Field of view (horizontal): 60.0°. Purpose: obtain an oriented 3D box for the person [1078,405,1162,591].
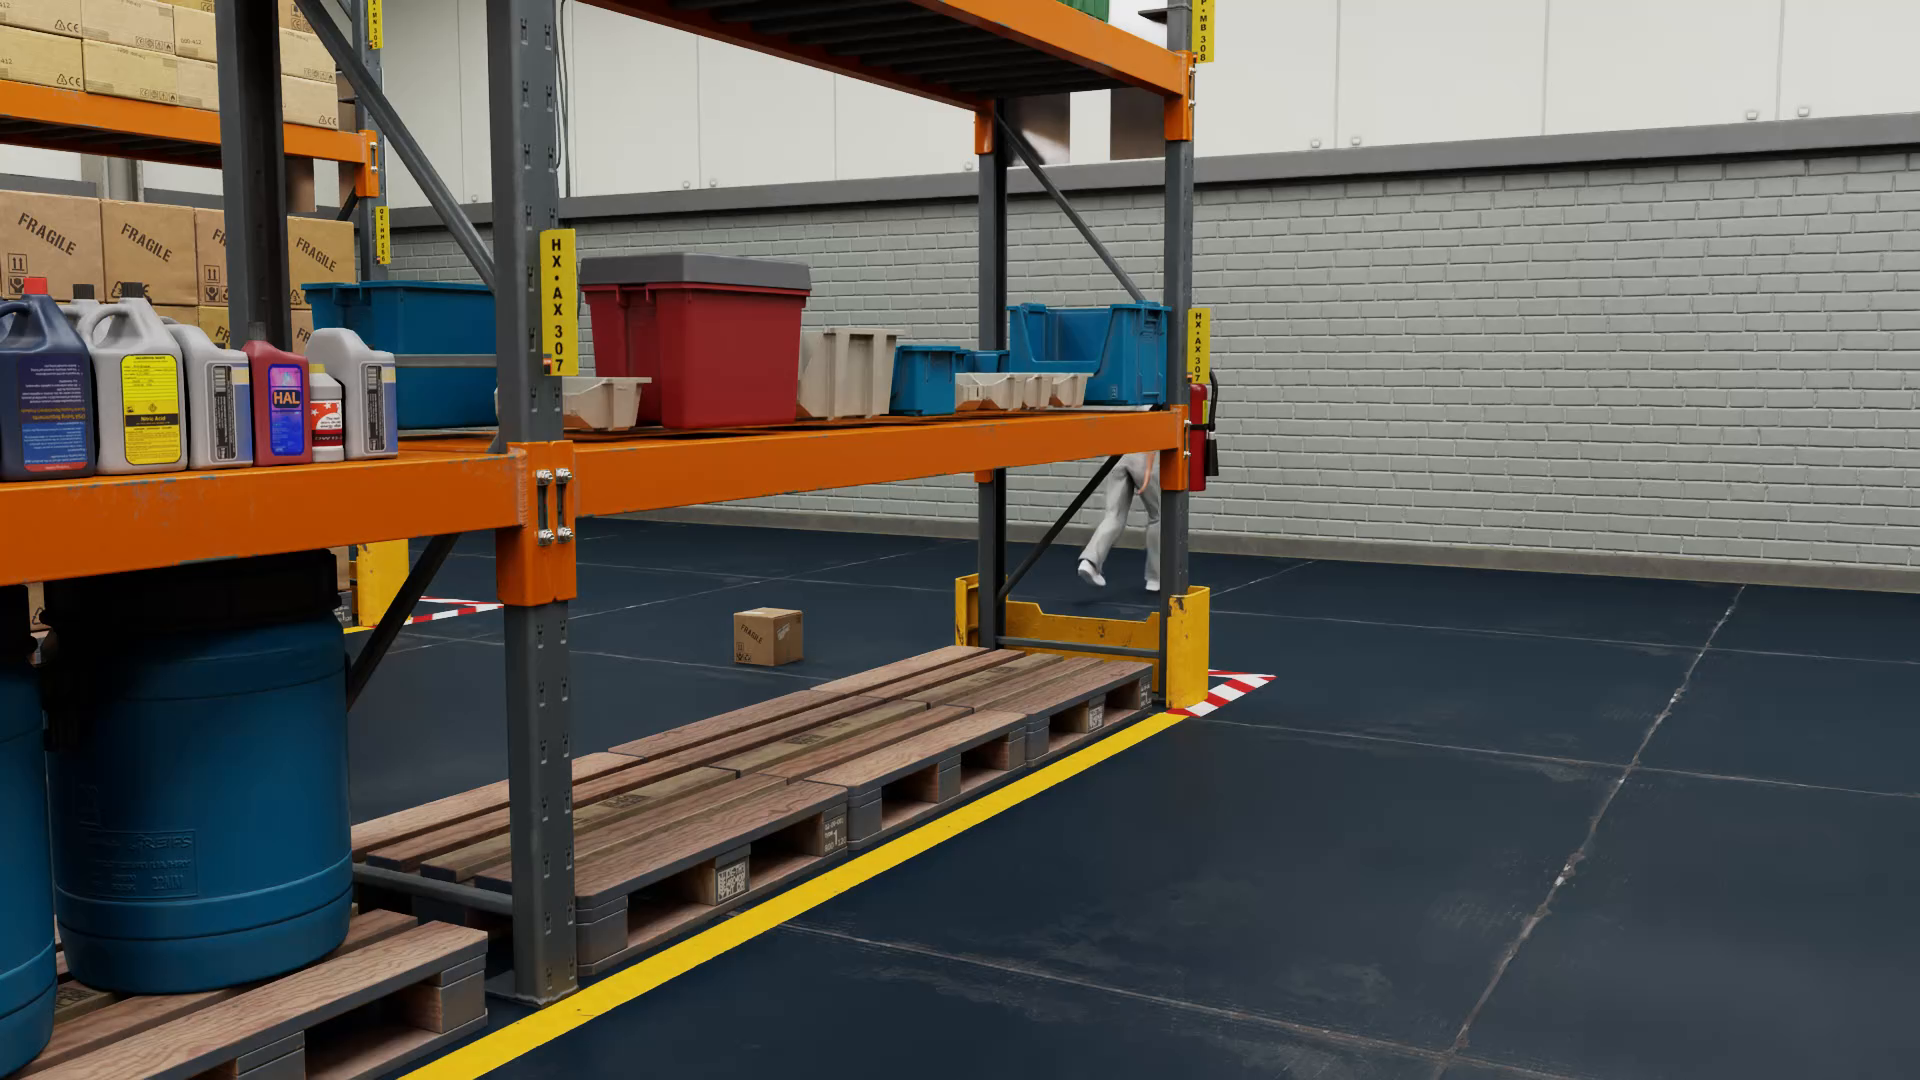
[{"bbox_3d":[1.109,-0.462,10.725,0.459,1.628,0.975,5,8,38],"label":"person"}]
